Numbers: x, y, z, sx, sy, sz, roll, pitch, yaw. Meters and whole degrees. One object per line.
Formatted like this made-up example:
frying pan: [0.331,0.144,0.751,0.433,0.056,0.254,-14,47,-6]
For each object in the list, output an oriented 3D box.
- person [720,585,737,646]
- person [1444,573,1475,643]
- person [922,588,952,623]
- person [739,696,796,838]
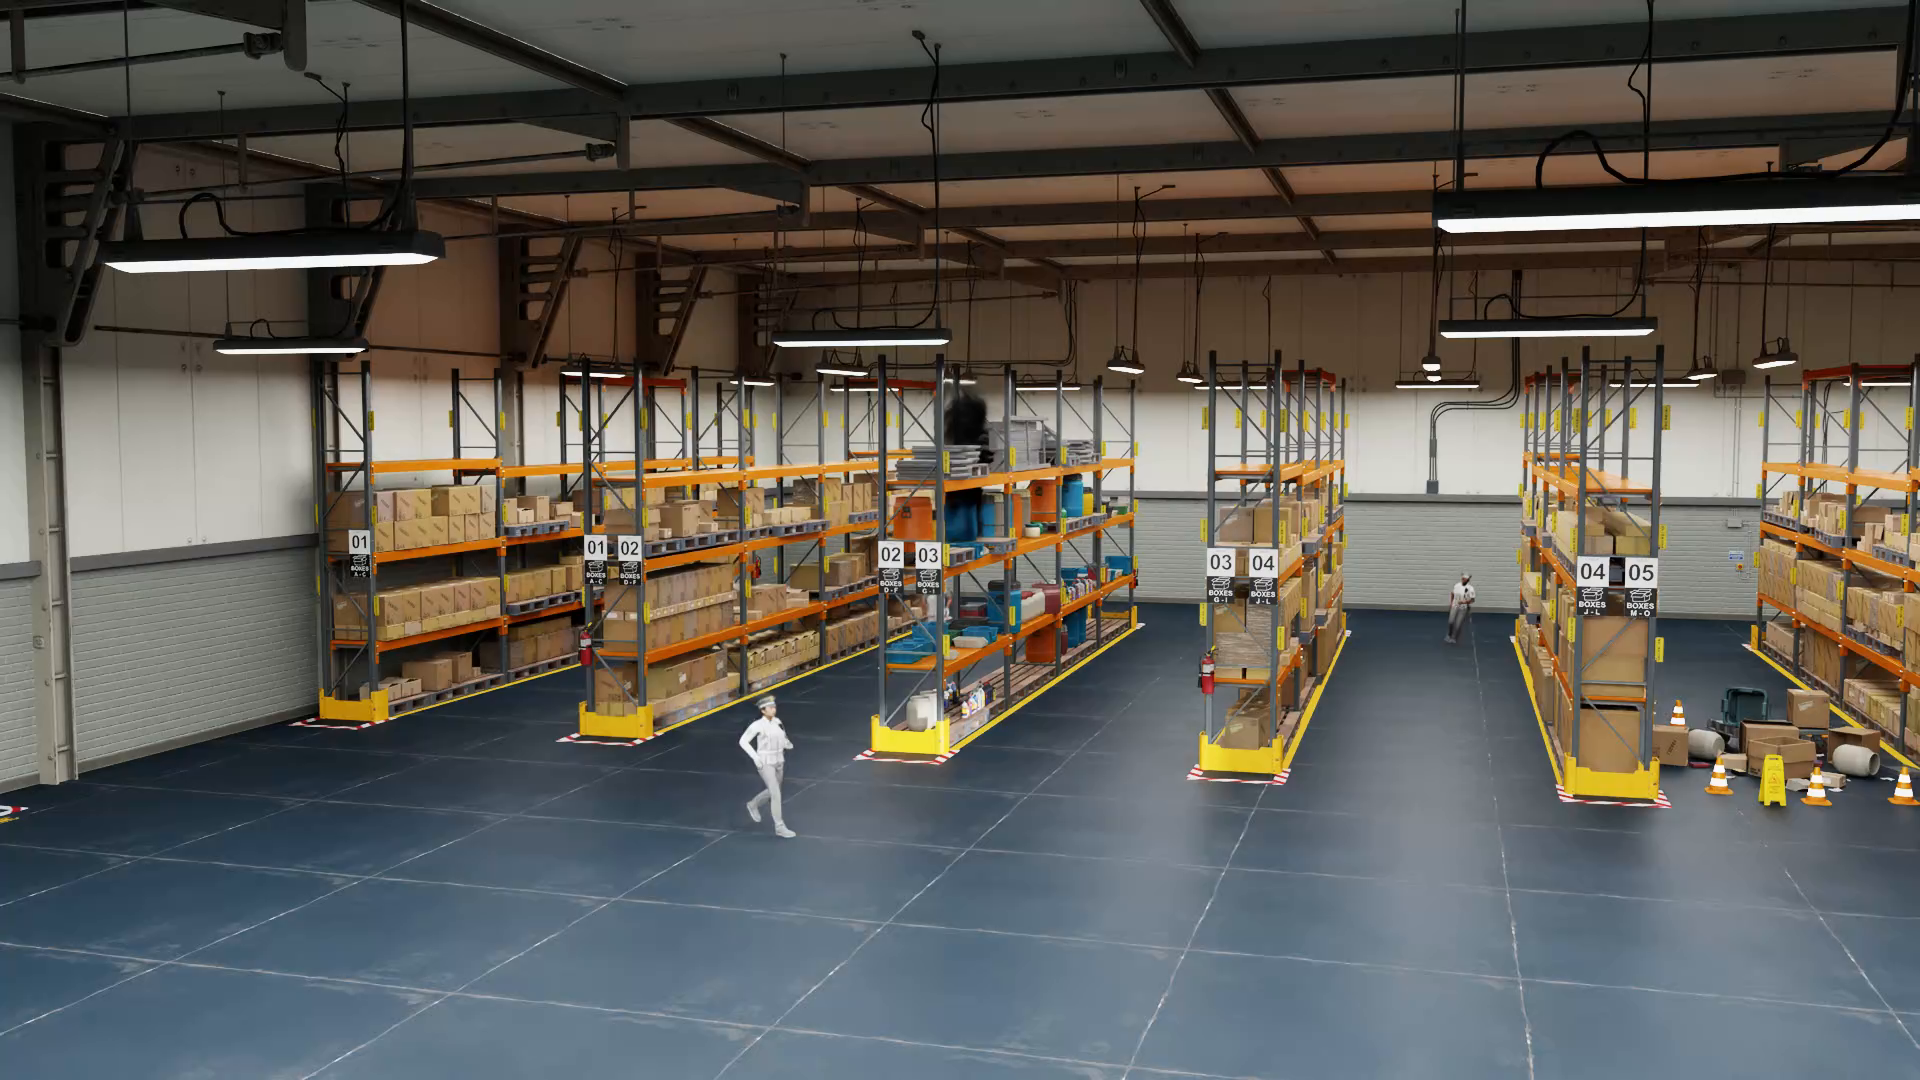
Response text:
person: [-5.164,1.536,36.465,0.657,1.721,0.571,0,4,4]
person: [11.195,1.524,37.256,0.661,1.612,0.563,2,5,29]
person: [-0.510,1.628,34.926,0.608,1.816,0.747,1,4,9]
person: [-2.312,2.711,20.136,0.887,1.671,0.622,3,5,39]
